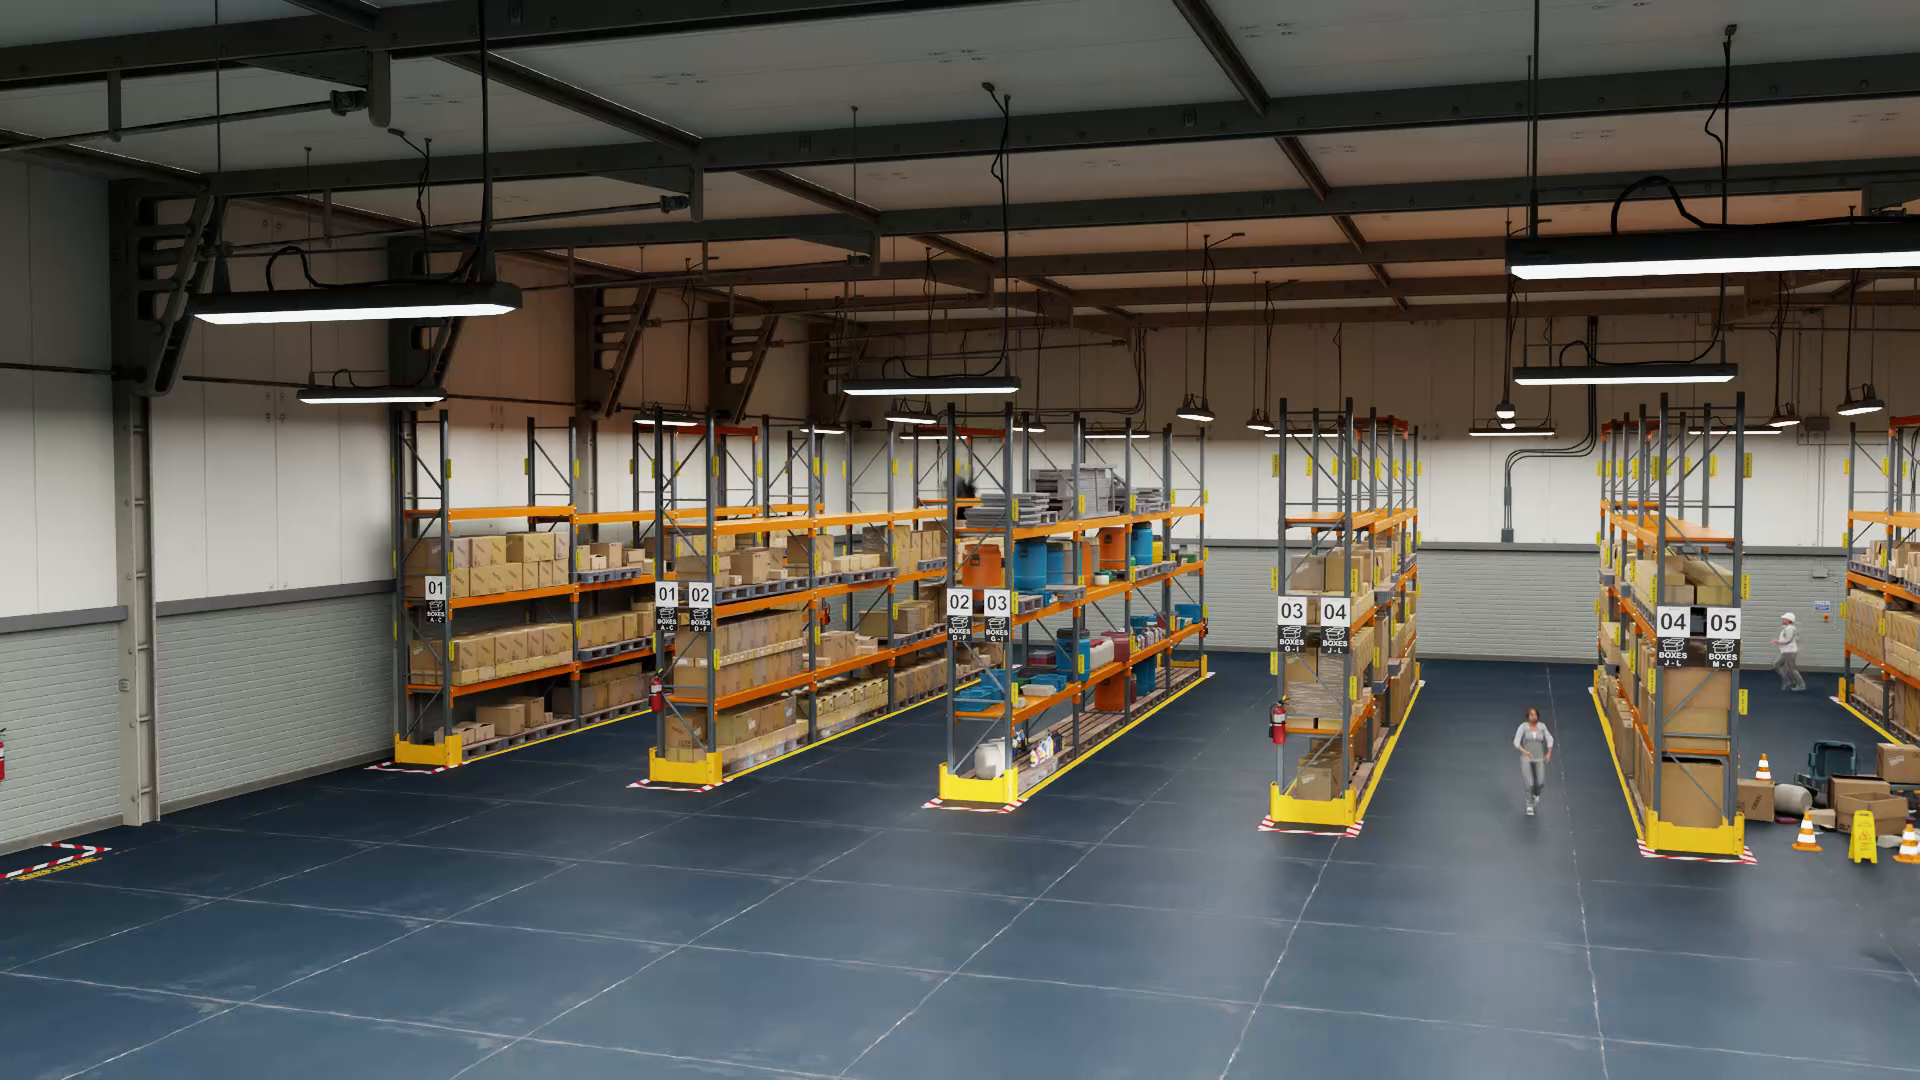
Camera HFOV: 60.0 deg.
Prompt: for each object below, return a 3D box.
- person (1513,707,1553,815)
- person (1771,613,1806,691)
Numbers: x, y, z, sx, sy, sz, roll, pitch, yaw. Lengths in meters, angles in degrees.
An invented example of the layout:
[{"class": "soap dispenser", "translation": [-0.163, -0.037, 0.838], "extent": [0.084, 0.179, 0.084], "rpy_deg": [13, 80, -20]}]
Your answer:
[{"class": "person", "translation": [8.286, 3.192, 24.015], "extent": [0.570, 1.560, 0.562], "rpy_deg": [0, 2, 9]}, {"class": "person", "translation": [18.543, 2.528, 37.216], "extent": [0.725, 1.793, 0.638], "rpy_deg": [1, 3, 24]}]
